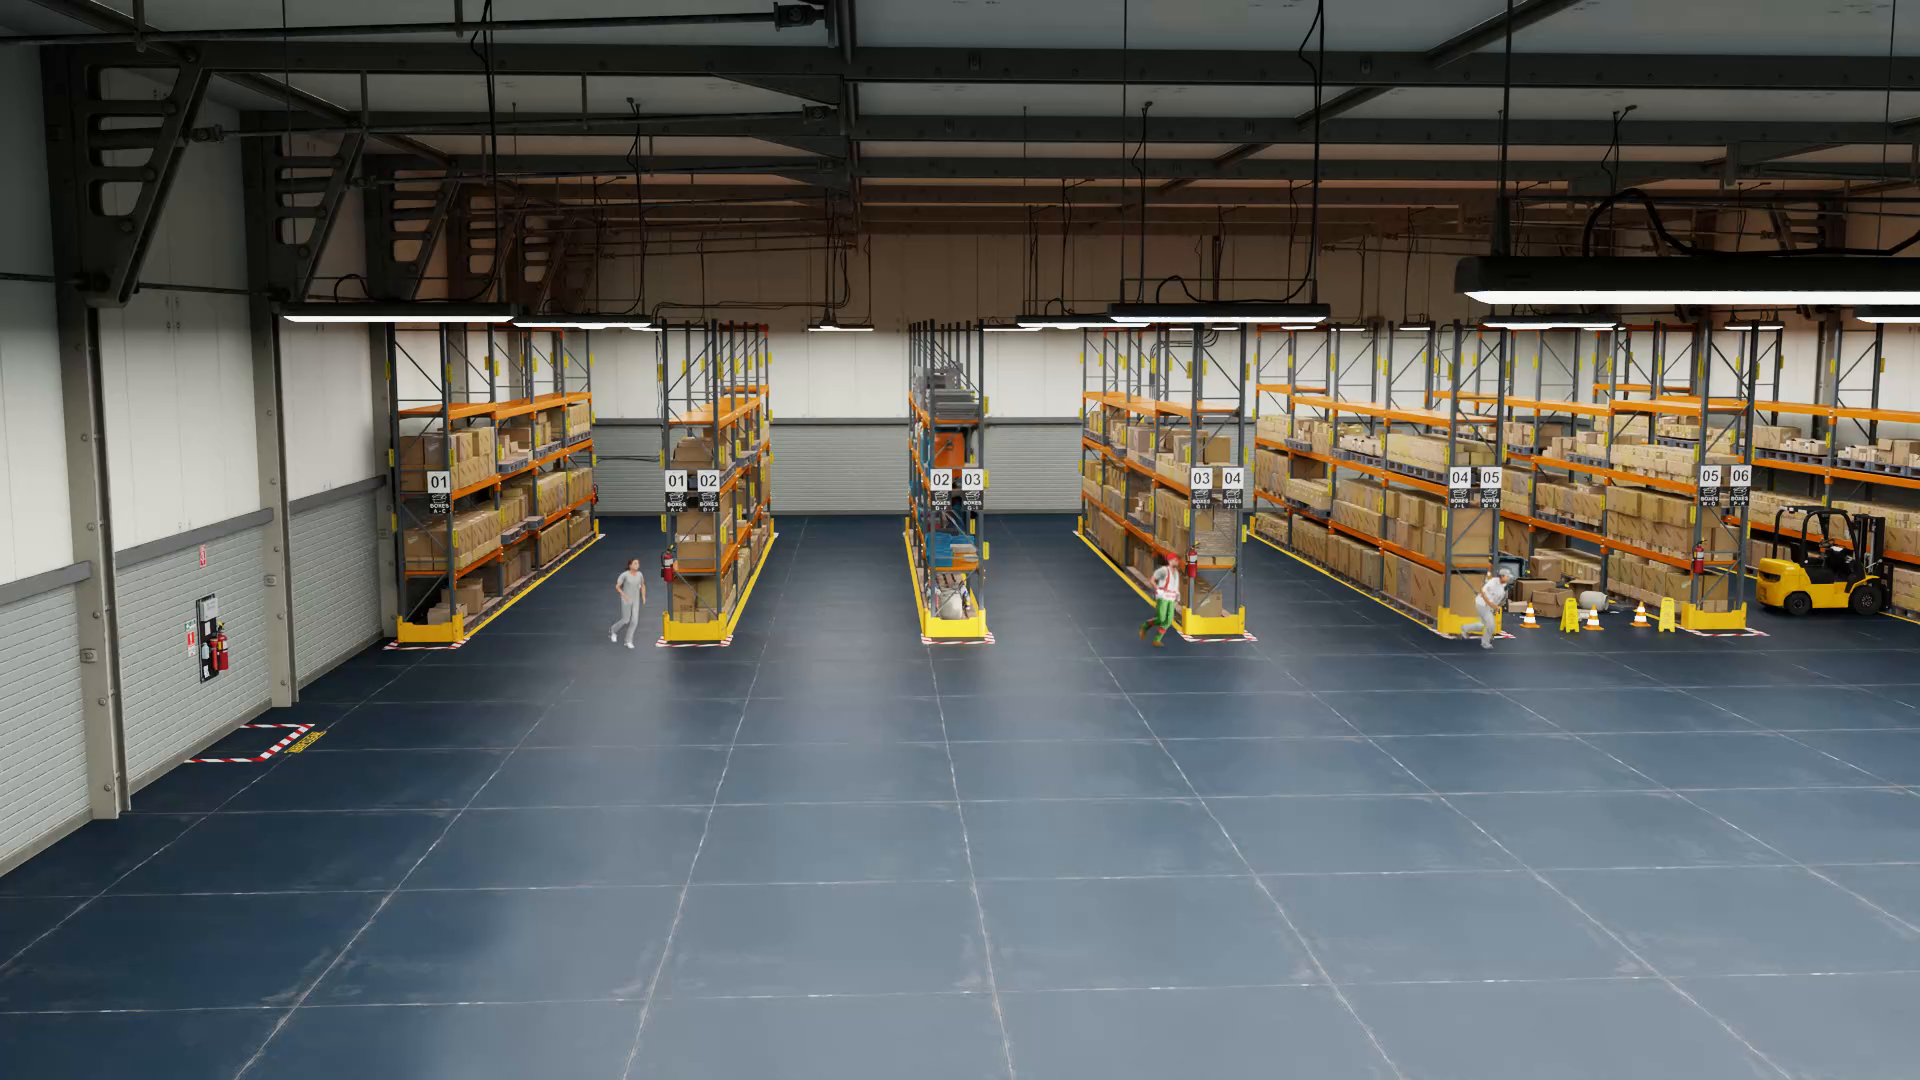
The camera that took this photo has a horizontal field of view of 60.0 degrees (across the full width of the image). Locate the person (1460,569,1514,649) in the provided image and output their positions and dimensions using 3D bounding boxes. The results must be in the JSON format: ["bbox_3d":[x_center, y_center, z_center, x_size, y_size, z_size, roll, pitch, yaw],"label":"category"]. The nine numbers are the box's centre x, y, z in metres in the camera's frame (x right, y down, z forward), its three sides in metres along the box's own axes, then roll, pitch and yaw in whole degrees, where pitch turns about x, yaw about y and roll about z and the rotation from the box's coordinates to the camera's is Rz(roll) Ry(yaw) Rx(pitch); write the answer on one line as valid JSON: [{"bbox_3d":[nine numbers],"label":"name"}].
[{"bbox_3d":[9.670,1.233,30.550,0.595,1.500,1.018,-7,10,-43],"label":"person"}]

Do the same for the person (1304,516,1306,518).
[{"bbox_3d":[10.169,-1.101,48.438,0.751,1.775,0.912,-5,9,-34],"label":"person"}]

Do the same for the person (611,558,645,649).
[{"bbox_3d":[-6.077,1.132,30.721,0.601,1.641,0.686,-6,9,-40],"label":"person"}]

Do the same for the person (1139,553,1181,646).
[{"bbox_3d":[3.772,1.080,30.890,0.732,1.707,0.621,-5,9,-37],"label":"person"}]
